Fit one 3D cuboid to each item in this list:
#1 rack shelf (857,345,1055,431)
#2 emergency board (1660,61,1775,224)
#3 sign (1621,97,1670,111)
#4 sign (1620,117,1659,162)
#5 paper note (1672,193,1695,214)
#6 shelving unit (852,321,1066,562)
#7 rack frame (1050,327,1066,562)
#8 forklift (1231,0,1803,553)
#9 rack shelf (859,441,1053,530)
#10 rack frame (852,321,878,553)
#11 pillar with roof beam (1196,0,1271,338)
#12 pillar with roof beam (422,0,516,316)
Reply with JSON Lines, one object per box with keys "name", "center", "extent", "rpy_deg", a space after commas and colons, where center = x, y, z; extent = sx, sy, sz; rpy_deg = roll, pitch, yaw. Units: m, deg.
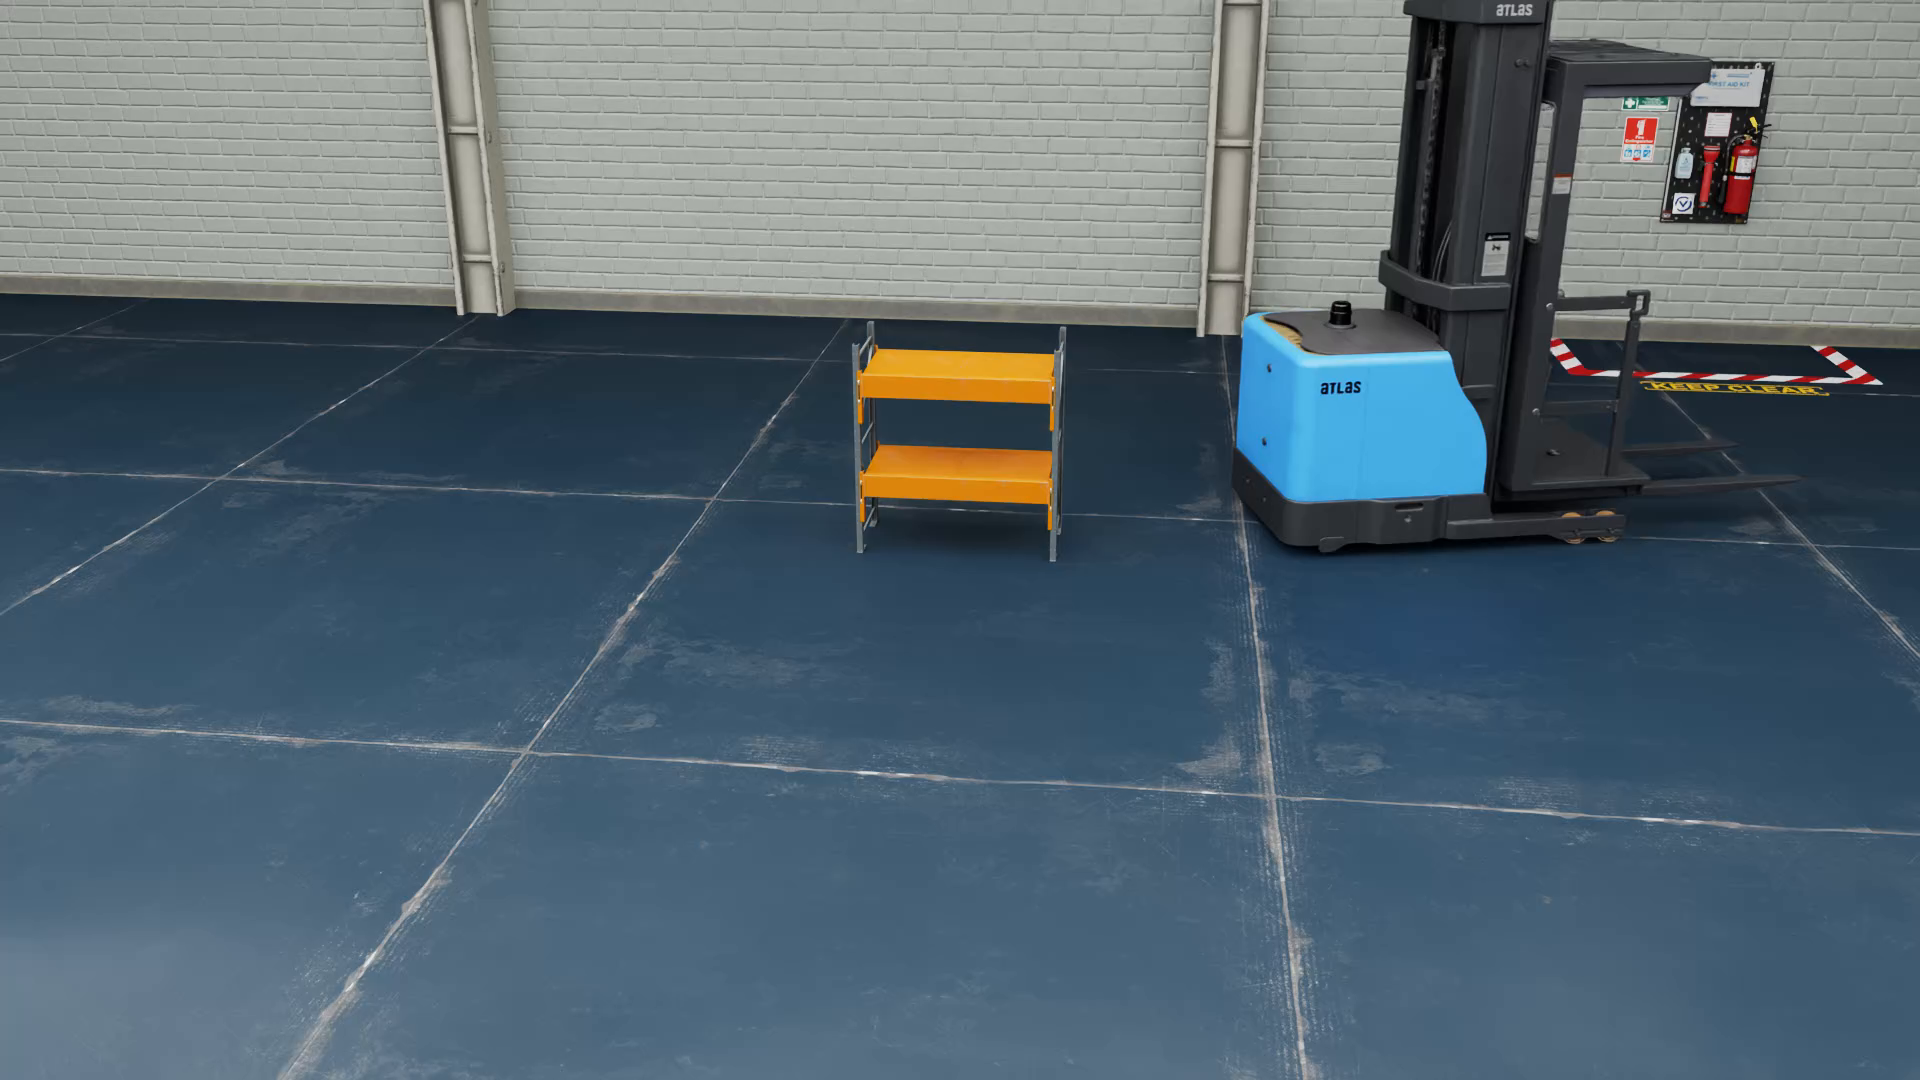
{"name": "rack shelf", "center": [0.007, -0.795, 8.625], "extent": [1.000, 0.278, 0.538], "rpy_deg": [2, 22, 6]}
{"name": "emergency board", "center": [5.567, -2.887, 12.162], "extent": [0.643, 1.169, 0.194], "rpy_deg": [2, 22, 6]}
{"name": "sign", "center": [5.034, -3.208, 12.205], "extent": [0.331, 0.109, 0.001], "rpy_deg": [2, 22, 6]}
{"name": "sign", "center": [5.030, -2.965, 12.312], "extent": [0.234, 0.329, 0.001], "rpy_deg": [2, 22, 6]}
{"name": "paper note", "center": [5.400, -2.510, 12.407], "extent": [0.142, 0.148, 0.016], "rpy_deg": [2, 22, 6]}
{"name": "shelving unit", "center": [0.007, -0.523, 8.732], "extent": [1.048, 1.125, 0.538], "rpy_deg": [2, 22, 6]}
{"name": "rack frame", "center": [0.512, -0.501, 8.677], "extent": [0.032, 1.125, 0.500], "rpy_deg": [2, 22, 6]}
{"name": "forklift", "center": [3.114, -1.530, 8.824], "extent": [3.031, 2.935, 1.130], "rpy_deg": [-3, 22, -8]}
{"name": "rack shelf", "center": [0.007, -0.295, 8.822], "extent": [1.000, 0.278, 0.538], "rpy_deg": [2, 22, 6]}
{"name": "rack frame", "center": [-0.498, -0.545, 8.788], "extent": [0.032, 1.125, 0.500], "rpy_deg": [2, 22, 6]}
{"name": "pillar with roof beam", "center": [1.552, -4.244, 7.435], "extent": [0.400, 9.000, 9.100], "rpy_deg": [2, 22, 6]}
{"name": "pillar with roof beam", "center": [-4.406, -4.503, 8.091], "extent": [0.400, 9.000, 9.100], "rpy_deg": [2, 22, 6]}
